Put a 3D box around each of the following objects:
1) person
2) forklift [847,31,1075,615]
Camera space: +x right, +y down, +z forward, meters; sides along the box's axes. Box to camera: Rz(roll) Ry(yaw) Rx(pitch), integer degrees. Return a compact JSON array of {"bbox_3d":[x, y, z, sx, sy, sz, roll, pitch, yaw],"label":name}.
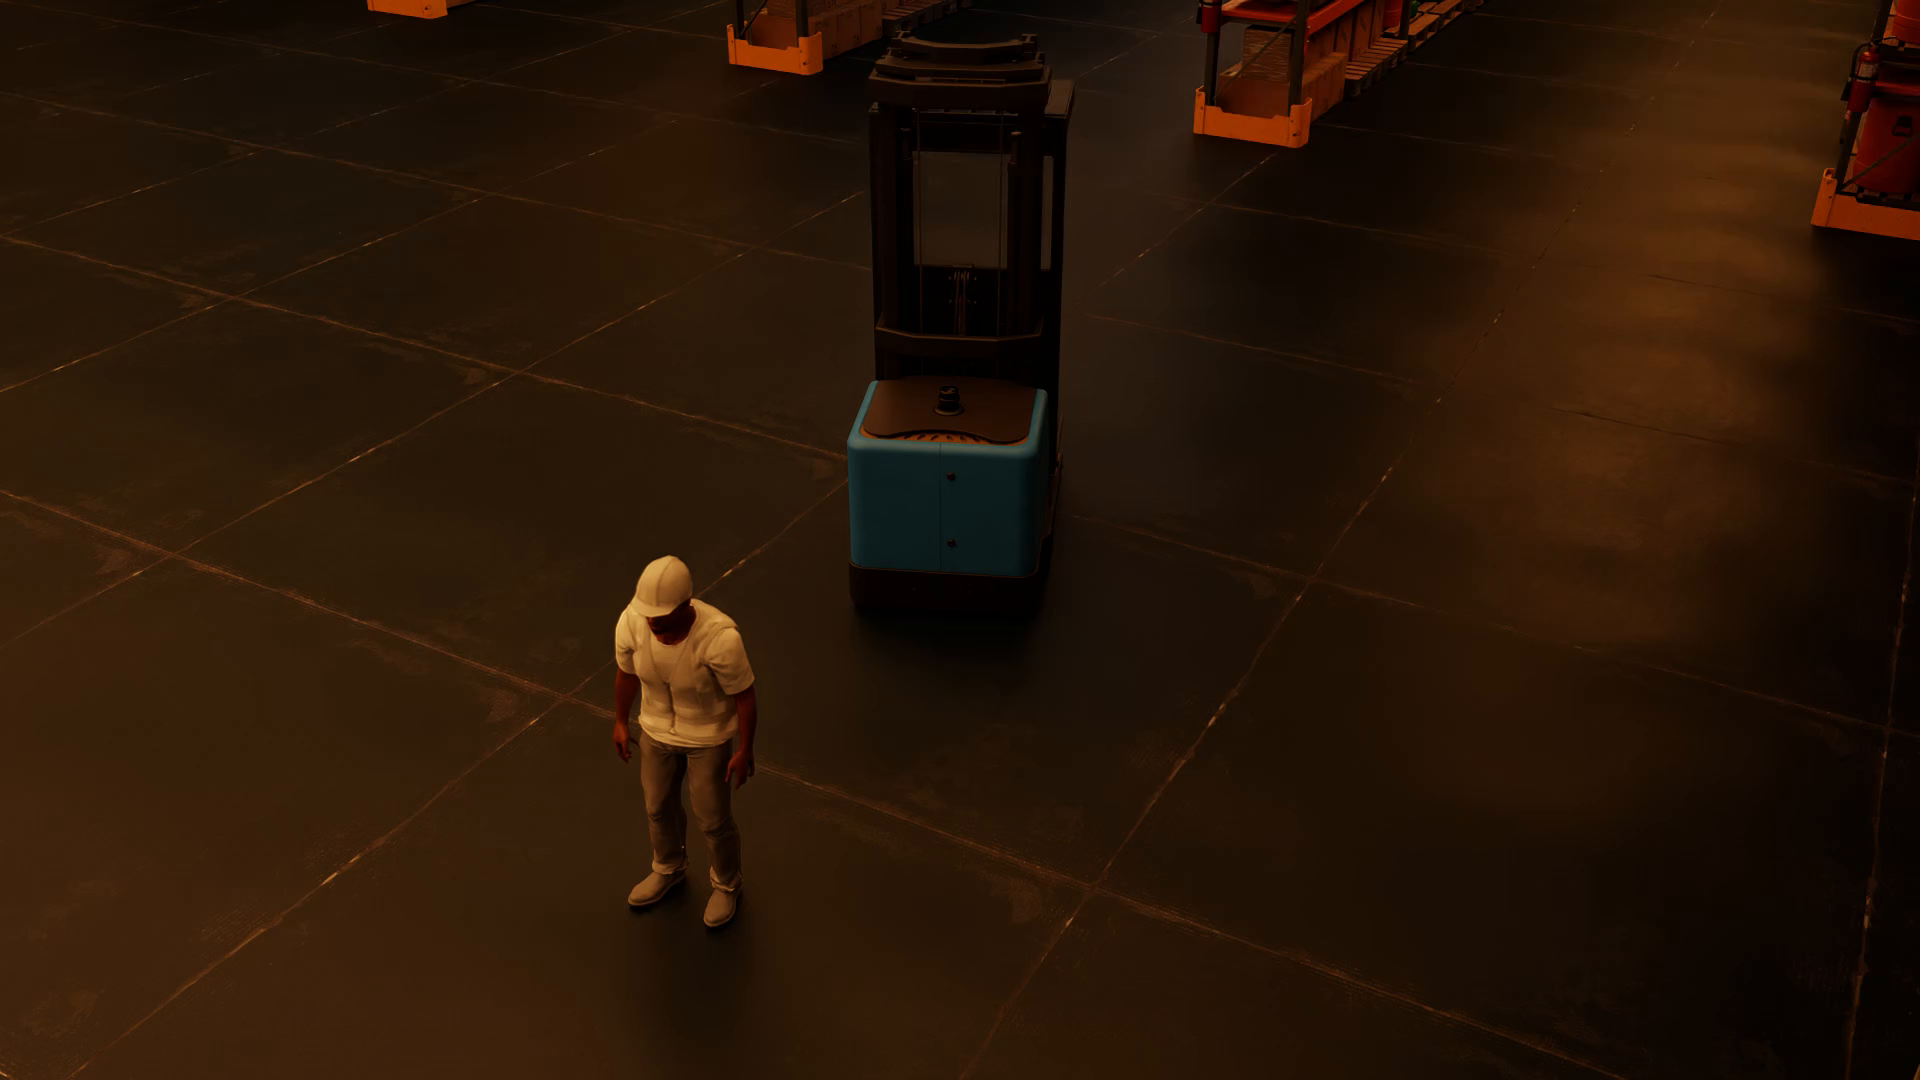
[{"bbox_3d":[-1.138,0.809,6.844,0.636,1.760,0.462,10,32,18],"label":"person"},{"bbox_3d":[0.072,-1.572,9.794,1.130,2.935,3.031,3,30,6],"label":"forklift"}]
